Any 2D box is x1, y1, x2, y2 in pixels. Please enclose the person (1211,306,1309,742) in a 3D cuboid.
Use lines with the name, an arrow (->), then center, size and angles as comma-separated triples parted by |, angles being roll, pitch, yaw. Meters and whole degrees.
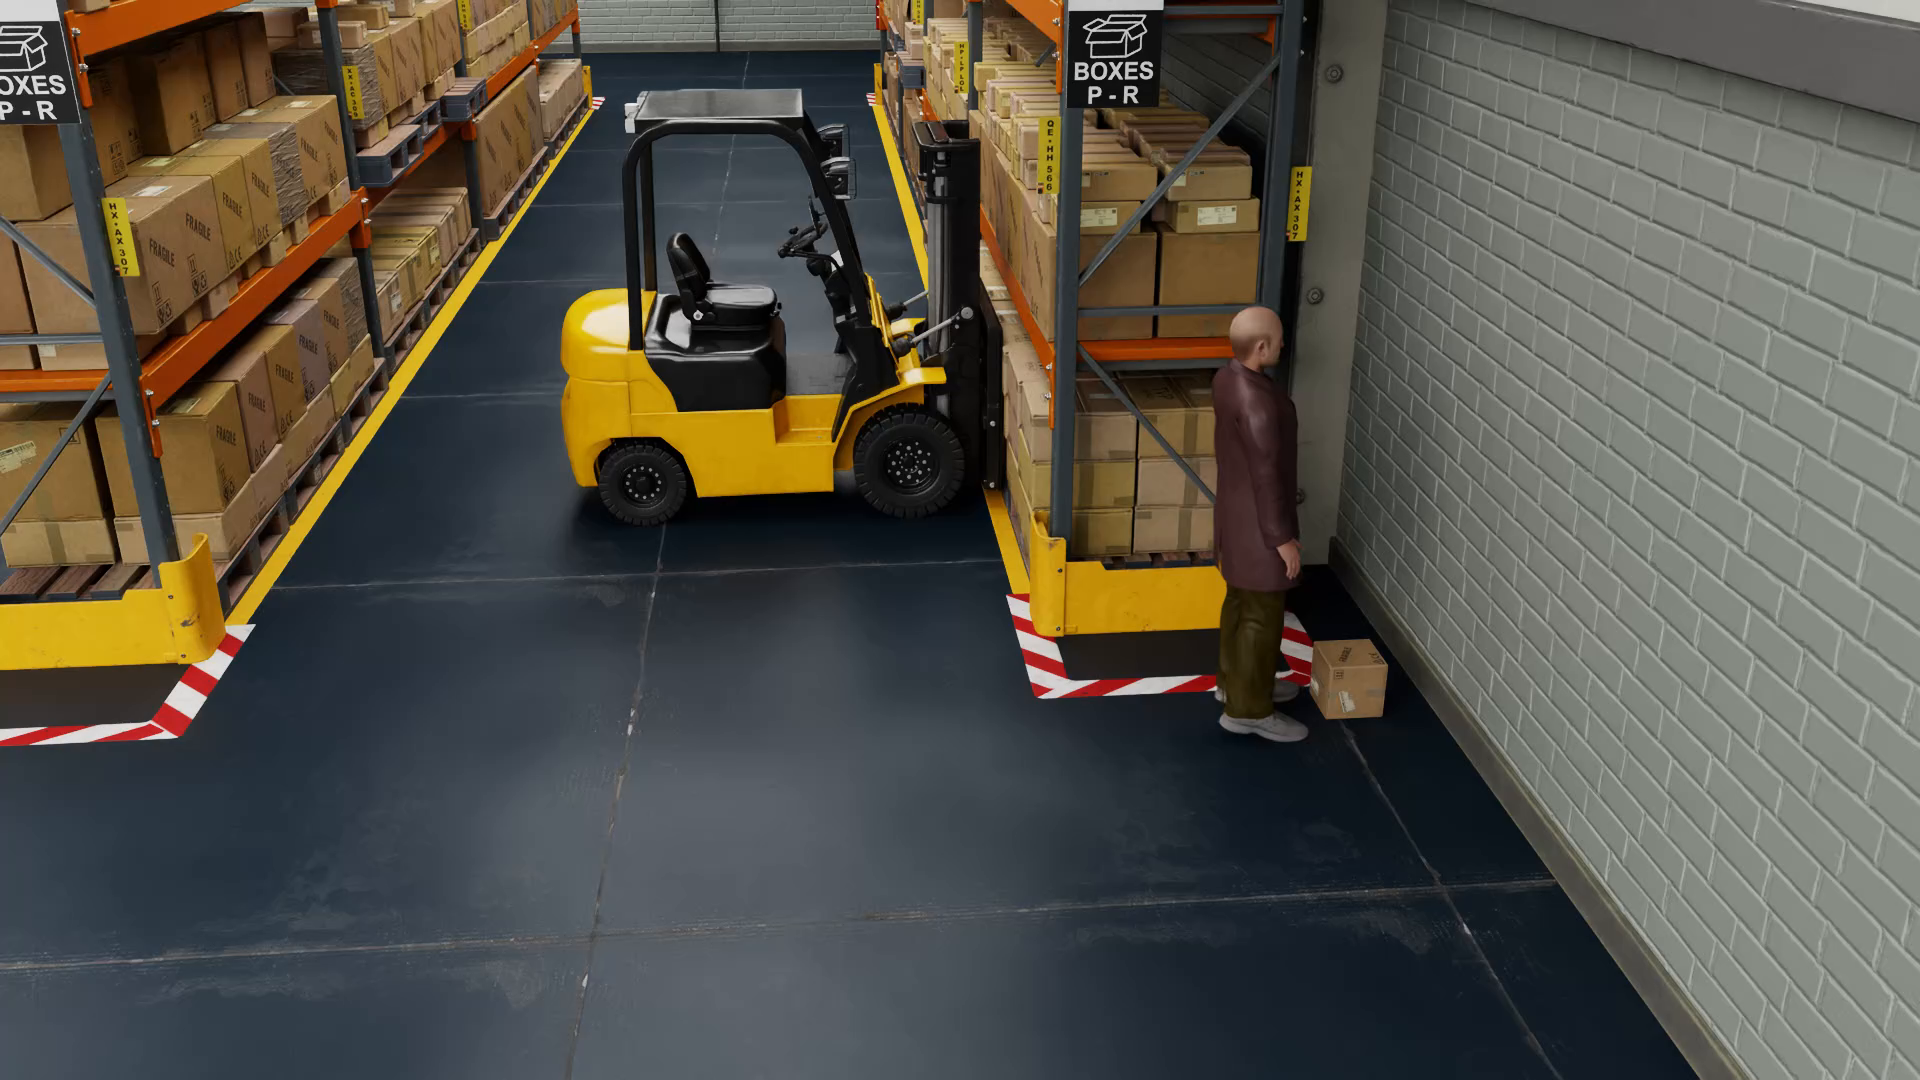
person -> 1.253, -0.074, 6.757 | 0.469, 1.804, 0.647 | -2, 24, -6
